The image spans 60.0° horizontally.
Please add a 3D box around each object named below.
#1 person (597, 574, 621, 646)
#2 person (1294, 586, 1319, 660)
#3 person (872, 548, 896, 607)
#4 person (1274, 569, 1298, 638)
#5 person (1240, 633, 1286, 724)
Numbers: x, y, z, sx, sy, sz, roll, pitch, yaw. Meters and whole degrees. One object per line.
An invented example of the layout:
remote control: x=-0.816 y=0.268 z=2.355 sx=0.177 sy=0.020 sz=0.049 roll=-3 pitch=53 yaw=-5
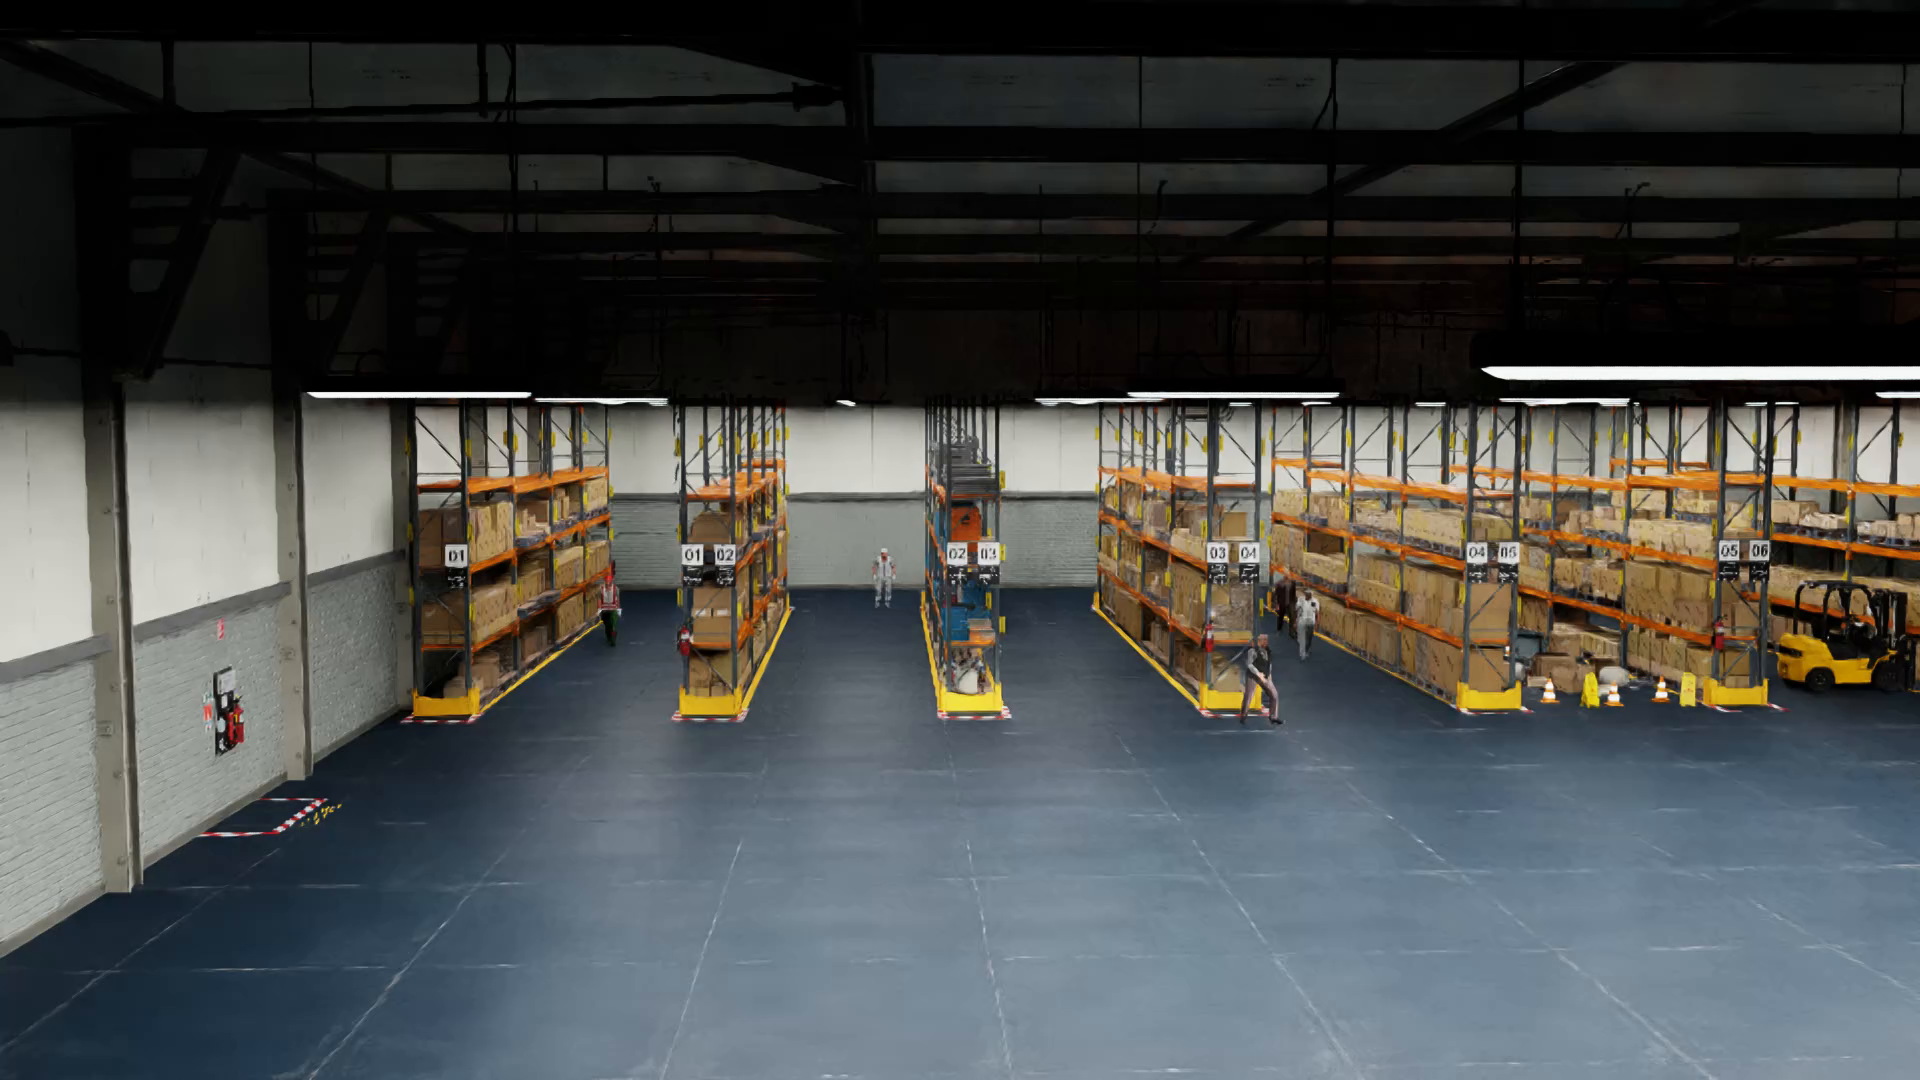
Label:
person: x=-8.507 y=1.675 z=40.269 sx=0.555 sy=1.707 sz=1.127 roll=0 pitch=5 yaw=-5
person: x=7.911 y=1.872 z=37.857 sx=0.546 sy=1.670 sz=1.109 roll=0 pitch=5 yaw=0
person: x=-2.184 y=1.085 z=47.822 sx=0.677 sy=1.742 sz=0.552 roll=0 pitch=5 yaw=-4
person: x=8.156 y=1.571 z=41.592 sx=0.598 sy=1.698 sz=1.192 roll=0 pitch=5 yaw=0
person: x=5.429 y=2.506 z=30.145 sx=0.676 sy=1.662 sz=0.780 roll=-2 pitch=5 yaw=-23
